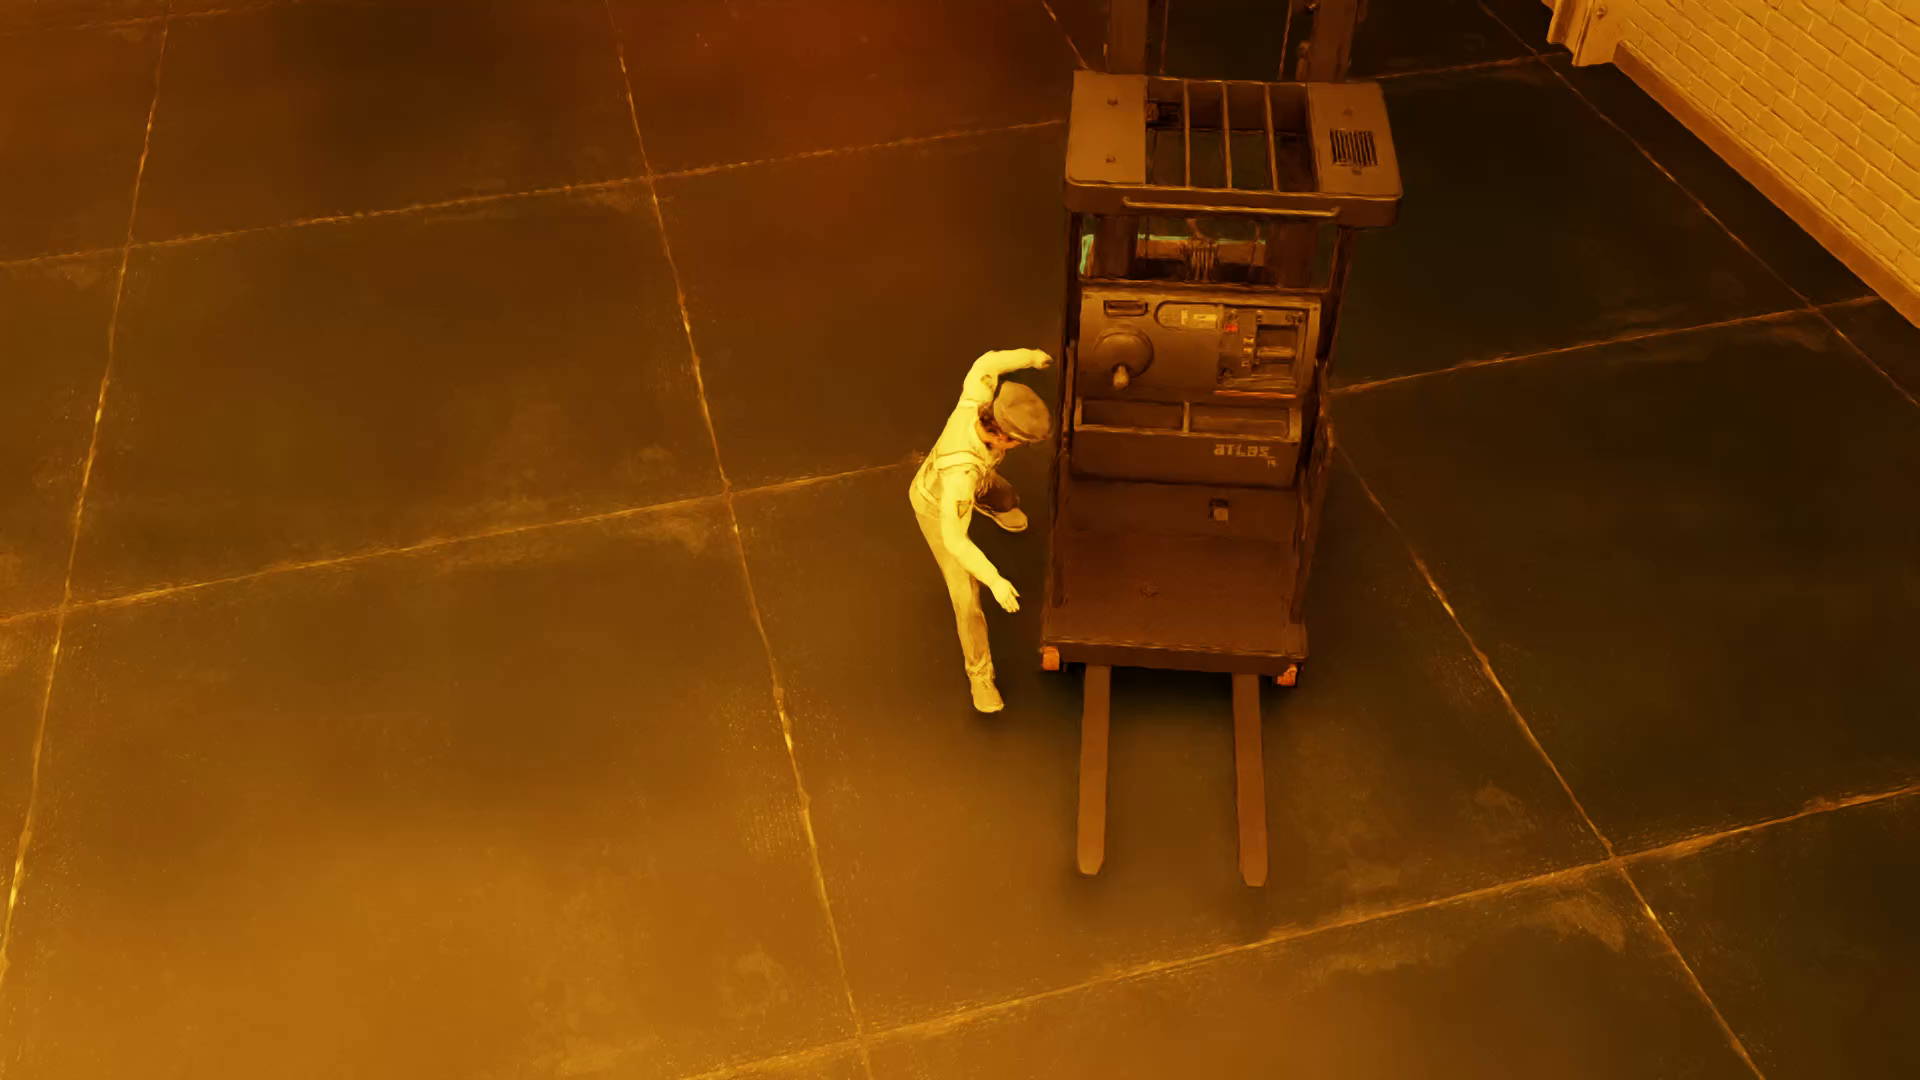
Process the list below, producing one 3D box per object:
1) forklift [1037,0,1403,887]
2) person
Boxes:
[{"bbox_3d":[0.919,-0.688,6.373,1.130,2.935,3.031,4,44,4],"label":"forklift"},{"bbox_3d":[0.124,-0.182,6.942,0.703,1.380,1.230,19,47,19],"label":"person"}]
